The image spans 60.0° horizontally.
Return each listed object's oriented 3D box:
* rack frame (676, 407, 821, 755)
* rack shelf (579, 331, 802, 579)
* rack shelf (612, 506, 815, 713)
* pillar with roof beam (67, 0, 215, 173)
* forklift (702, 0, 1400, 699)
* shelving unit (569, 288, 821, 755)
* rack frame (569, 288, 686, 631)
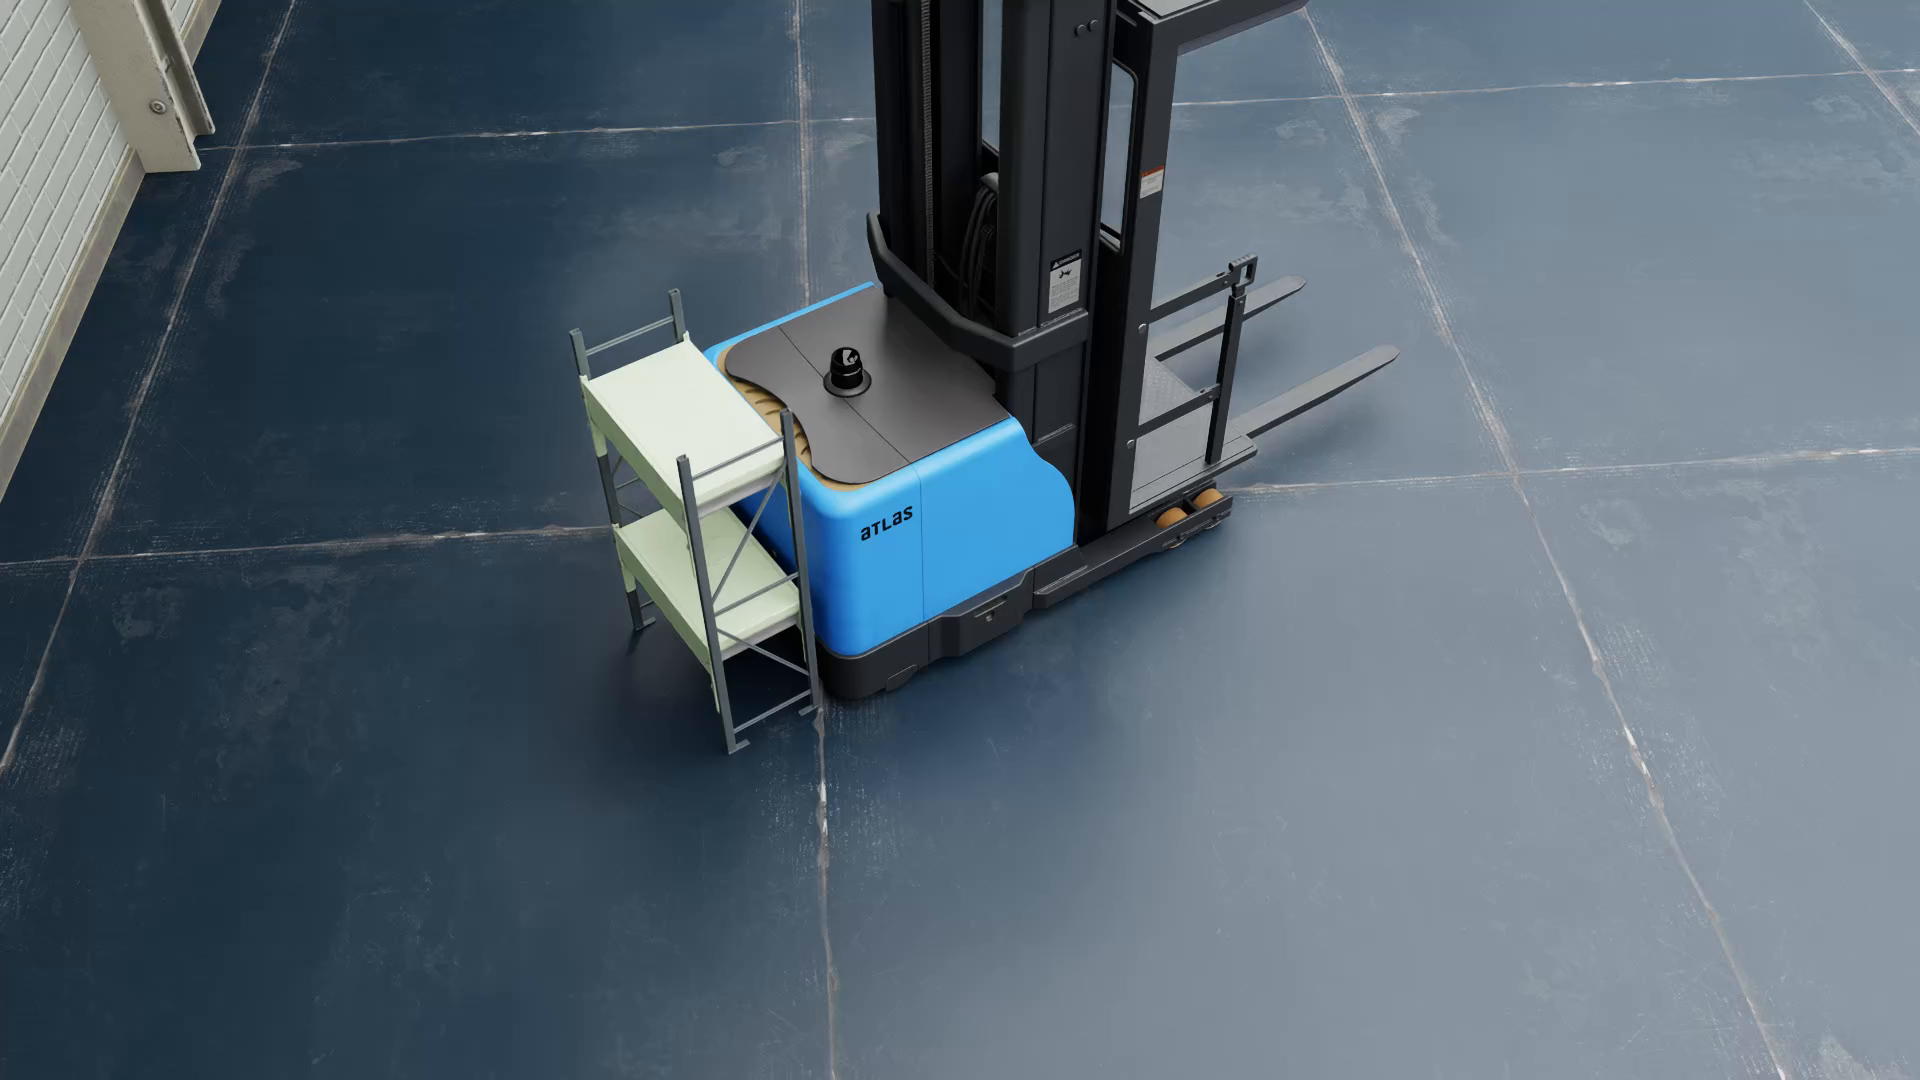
[{"bbox_3d":[-0.695,0.188,5.675,0.400,1.500,0.023,-27,52,-23],"label":"rack frame"},{"bbox_3d":[-0.906,-0.297,5.598,0.431,0.370,0.720,-27,52,-23],"label":"rack shelf"},{"bbox_3d":[-0.906,0.195,6.118,0.431,0.370,0.720,-27,52,-23],"label":"rack shelf"},{"bbox_3d":[0.125,-5.431,5.833,9.100,9.000,0.400,-3,47,-3],"label":"pillar with roof beam"},{"bbox_3d":[0.519,-1.267,6.068,3.031,2.935,1.130,-27,52,-23],"label":"forklift"},{"bbox_3d":[-0.906,-0.029,5.881,0.431,1.500,0.755,-27,52,-23],"label":"shelving unit"},{"bbox_3d":[-1.116,-0.246,6.087,0.400,1.500,0.023,-27,52,-23],"label":"rack frame"}]
